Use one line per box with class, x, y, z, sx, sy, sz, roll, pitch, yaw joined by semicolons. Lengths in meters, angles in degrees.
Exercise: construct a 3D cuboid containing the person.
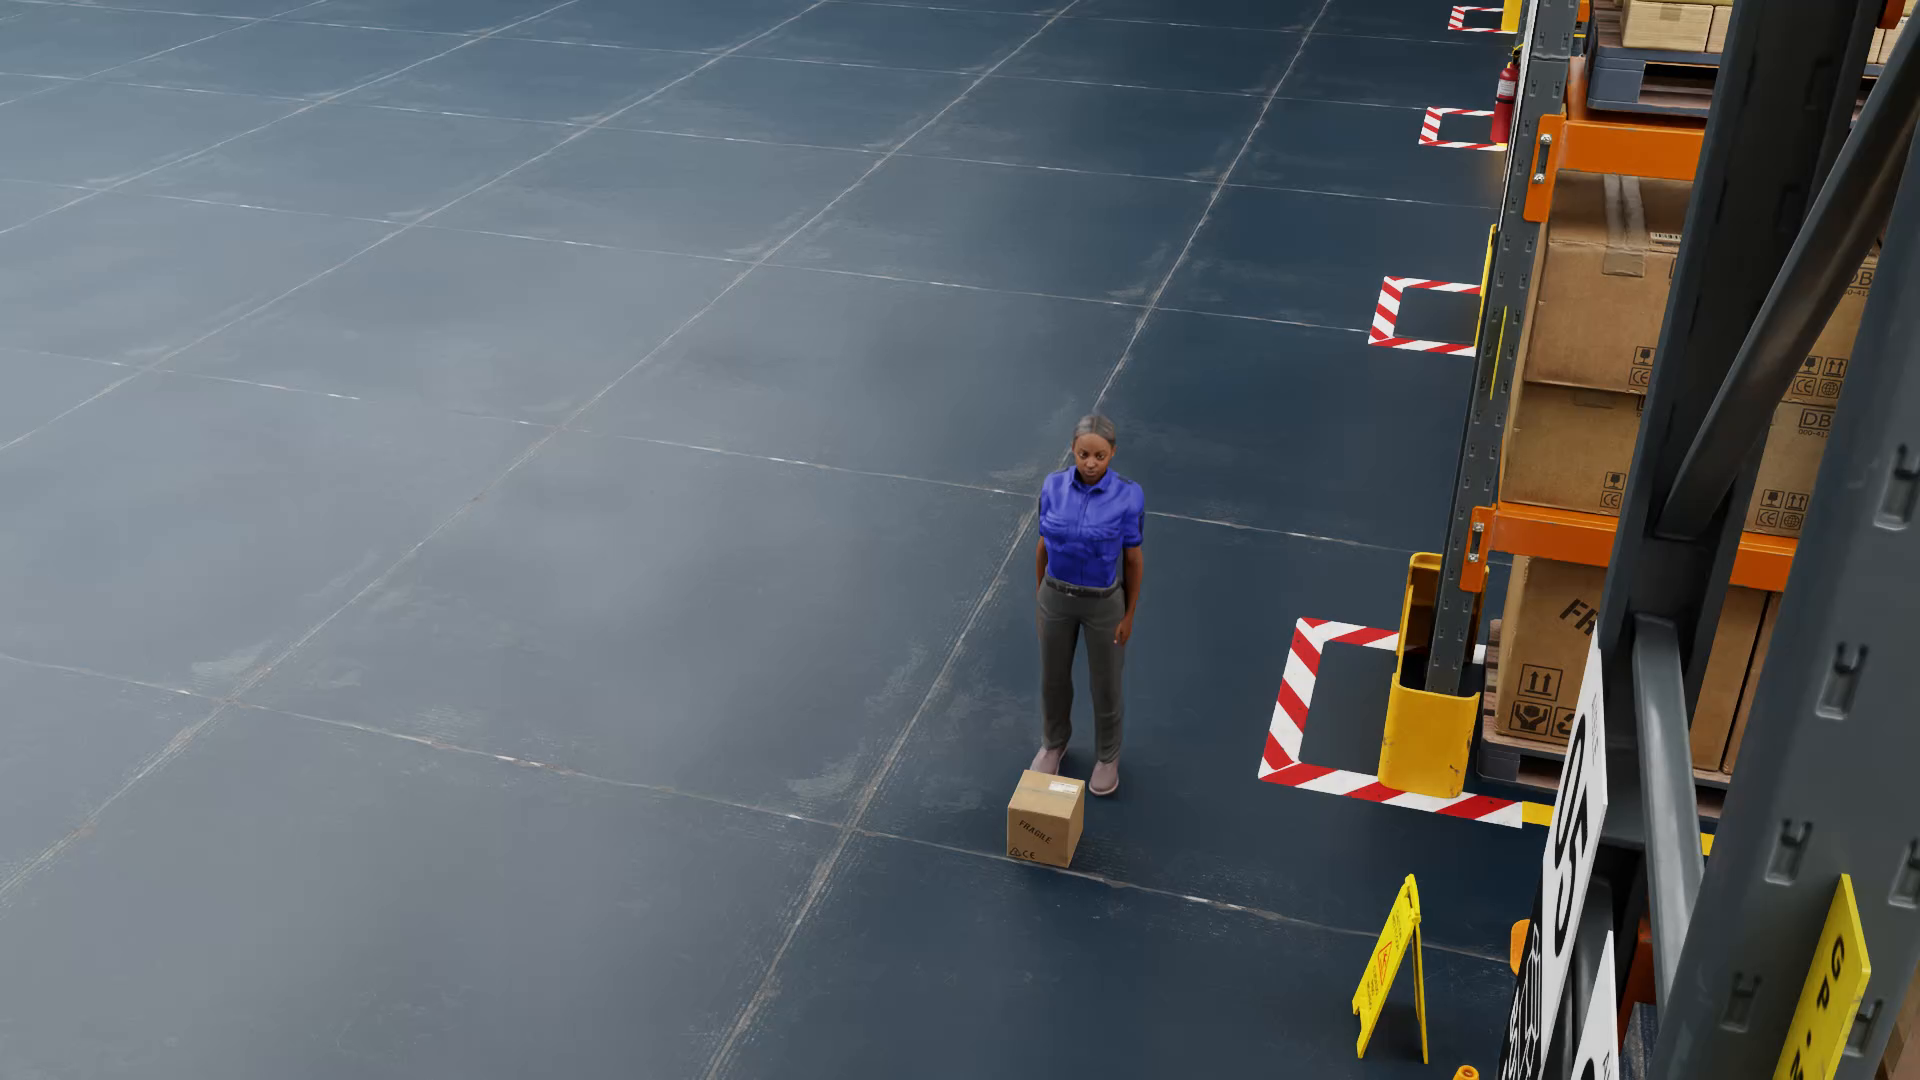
person;0.506;0.263;6.668;0.436;1.657;0.304;9;31;16
